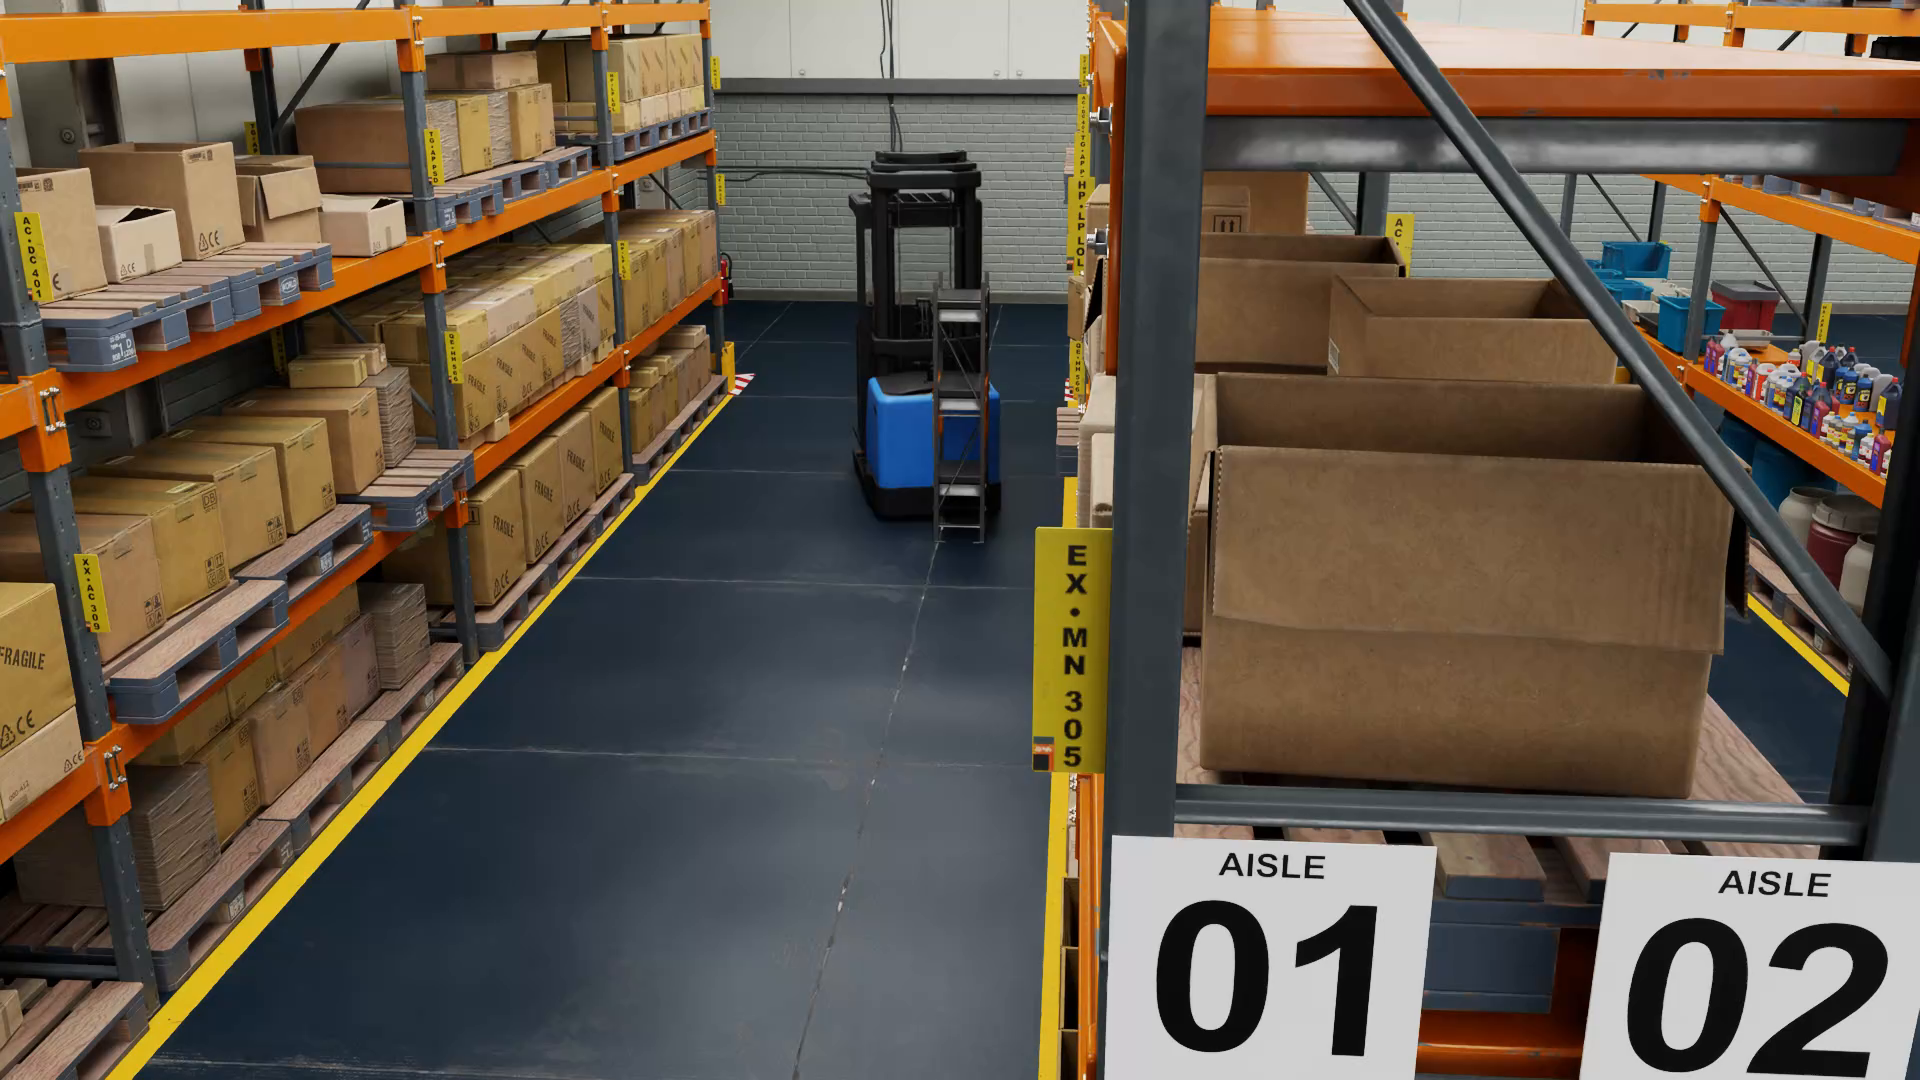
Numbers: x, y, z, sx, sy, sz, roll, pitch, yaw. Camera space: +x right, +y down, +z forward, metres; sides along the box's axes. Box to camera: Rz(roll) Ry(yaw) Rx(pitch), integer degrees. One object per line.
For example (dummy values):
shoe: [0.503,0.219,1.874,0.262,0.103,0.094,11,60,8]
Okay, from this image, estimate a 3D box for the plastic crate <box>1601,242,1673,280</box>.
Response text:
plastic crate: [6.931,-2.829,17.087,0.616,0.435,0.499,1,18,4]

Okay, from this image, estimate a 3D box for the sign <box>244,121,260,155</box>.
sign: [-4.239,-2.352,10.010,0.100,0.325,0.005,1,18,4]

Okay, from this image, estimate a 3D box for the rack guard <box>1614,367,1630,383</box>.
rack guard: [6.758,-1.712,17.845,1.175,0.500,0.348,1,18,4]

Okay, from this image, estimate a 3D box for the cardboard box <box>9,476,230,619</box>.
cardboard box: [-3.855,0.026,7.658,0.700,0.500,0.500,3,18,10]

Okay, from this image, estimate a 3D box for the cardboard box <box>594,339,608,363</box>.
cardboard box: [-3.135,-1.571,13.771,0.380,0.149,0.250,2,18,5]

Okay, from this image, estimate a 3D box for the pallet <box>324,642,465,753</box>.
pallet: [-3.743,0.939,10.218,1.003,0.211,1.213,1,18,4]

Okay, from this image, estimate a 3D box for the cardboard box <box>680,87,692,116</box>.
cardboard box: [-2.936,-4.319,16.376,0.500,0.250,0.500,1,18,2]

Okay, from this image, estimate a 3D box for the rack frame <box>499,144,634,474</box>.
rack frame: [-3.399,-1.871,14.315,1.000,3.000,0.127,1,18,4]

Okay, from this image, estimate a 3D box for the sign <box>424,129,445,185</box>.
sign: [-3.145,-2.287,9.938,0.100,0.325,0.005,1,18,4]

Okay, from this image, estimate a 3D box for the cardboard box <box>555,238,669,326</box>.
cardboard box: [-3.286,-2.408,15.473,0.980,0.700,0.700,1,18,3]

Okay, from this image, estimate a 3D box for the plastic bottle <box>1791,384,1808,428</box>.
plastic bottle: [5.904,-0.941,11.665,0.061,0.283,0.133,1,18,4]

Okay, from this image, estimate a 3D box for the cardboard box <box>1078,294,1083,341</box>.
cardboard box: [1.299,-1.651,12.811,0.700,0.500,0.500,4,19,13]

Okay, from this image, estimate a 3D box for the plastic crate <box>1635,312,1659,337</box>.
plastic crate: [6.295,-1.901,14.753,0.437,0.125,0.590,1,18,4]

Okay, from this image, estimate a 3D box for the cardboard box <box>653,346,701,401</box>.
cardboard box: [-3.099,-1.750,17.286,0.700,0.500,0.500,1,18,4]

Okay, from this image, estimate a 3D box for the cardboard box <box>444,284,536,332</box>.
cardboard box: [-3.326,-1.641,11.739,0.500,0.250,0.500,1,18,4]

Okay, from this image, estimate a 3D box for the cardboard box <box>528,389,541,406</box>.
cardboard box: [-3.332,-1.092,12.311,0.380,0.149,0.250,1,18,4]

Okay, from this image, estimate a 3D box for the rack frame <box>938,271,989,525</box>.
rack frame: [0.029,-1.125,13.484,0.400,2.100,0.015,1,18,4]

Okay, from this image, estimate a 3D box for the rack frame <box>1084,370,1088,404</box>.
rack frame: [1.255,-0.519,10.190,1.000,3.000,0.127,1,18,4]

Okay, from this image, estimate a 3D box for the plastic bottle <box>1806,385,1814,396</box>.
plastic bottle: [5.965,-0.940,11.661,0.061,0.283,0.133,1,18,4]

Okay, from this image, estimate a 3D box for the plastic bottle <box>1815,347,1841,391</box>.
plastic bottle: [6.586,-1.279,12.589,0.144,0.351,0.185,1,18,4]

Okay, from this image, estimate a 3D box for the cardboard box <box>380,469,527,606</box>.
cardboard box: [-3.502,-0.032,11.481,0.750,0.750,0.750,1,18,3]

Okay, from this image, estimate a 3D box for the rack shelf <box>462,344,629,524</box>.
rack shelf: [-3.542,-0.908,12.532,1.077,0.370,4.000,1,18,4]

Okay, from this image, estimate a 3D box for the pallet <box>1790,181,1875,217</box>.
pallet: [6.445,-2.387,11.378,1.003,0.211,1.213,1,18,4]

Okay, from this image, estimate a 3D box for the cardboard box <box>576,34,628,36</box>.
cardboard box: [-3.451,-4.685,16.289,0.500,0.500,0.500,1,18,3]

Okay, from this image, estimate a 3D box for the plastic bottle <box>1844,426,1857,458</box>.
plastic bottle: [5.863,-0.646,10.896,0.097,0.201,0.097,0,18,0]

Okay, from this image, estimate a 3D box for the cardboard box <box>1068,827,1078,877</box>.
cardboard box: [0.712,1.432,7.078,0.500,0.311,0.500,1,18,4]

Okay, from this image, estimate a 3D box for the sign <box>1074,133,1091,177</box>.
sign: [0.714,-2.203,9.681,0.100,0.325,0.005,1,18,4]

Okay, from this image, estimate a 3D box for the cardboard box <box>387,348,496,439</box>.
cardboard box: [-3.396,-0.972,10.902,0.500,0.500,0.500,2,18,6]

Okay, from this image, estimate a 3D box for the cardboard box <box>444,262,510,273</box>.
cardboard box: [-3.754,-1.970,12.744,0.500,0.250,0.500,1,18,2]

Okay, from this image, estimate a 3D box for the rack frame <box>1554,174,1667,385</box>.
rack frame: [6.769,-2.892,17.432,1.000,3.000,0.127,1,18,4]

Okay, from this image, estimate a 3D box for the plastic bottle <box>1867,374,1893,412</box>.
plastic bottle: [6.688,-1.077,12.093,0.152,0.276,0.135,1,18,4]

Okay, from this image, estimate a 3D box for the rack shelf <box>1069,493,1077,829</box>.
rack shelf: [1.112,0.444,8.406,1.077,0.370,4.000,1,18,4]

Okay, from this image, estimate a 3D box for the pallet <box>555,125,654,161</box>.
pallet: [-3.330,-3.508,14.637,1.003,0.211,1.213,1,18,4]

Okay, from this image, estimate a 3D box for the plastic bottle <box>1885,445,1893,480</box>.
plastic bottle: [5.799,-0.487,10.280,0.061,0.283,0.133,1,18,4]

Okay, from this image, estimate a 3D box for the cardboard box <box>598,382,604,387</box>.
cardboard box: [-3.452,-1.380,15.116,0.380,0.149,0.250,1,18,4]

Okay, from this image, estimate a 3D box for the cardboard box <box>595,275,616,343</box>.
cardboard box: [-3.181,-1.920,13.796,0.500,0.500,0.500,1,18,3]

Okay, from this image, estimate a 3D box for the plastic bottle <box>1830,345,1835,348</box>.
plastic bottle: [6.806,-1.392,13.041,0.061,0.283,0.133,1,18,4]

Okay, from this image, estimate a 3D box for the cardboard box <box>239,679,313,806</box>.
cardboard box: [-3.873,1.044,8.726,0.700,0.500,0.500,1,18,5]

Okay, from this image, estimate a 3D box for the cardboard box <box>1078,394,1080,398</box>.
cardboard box: [1.435,-1.433,16.689,0.500,0.250,0.500,1,18,4]

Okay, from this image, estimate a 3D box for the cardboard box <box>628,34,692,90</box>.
cardboard box: [-2.939,-4.682,16.279,0.500,0.500,0.500,2,18,6]

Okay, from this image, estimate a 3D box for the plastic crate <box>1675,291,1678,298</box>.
plastic crate: [6.878,-2.197,15.485,0.416,0.233,0.300,1,18,4]

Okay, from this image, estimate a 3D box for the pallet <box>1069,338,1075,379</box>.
pallet: [1.376,-1.424,13.261,1.003,0.211,1.213,1,18,4]

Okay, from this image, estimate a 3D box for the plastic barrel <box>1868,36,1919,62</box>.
plastic barrel: [6.513,-2.979,11.402,0.600,0.901,0.708,1,18,4]

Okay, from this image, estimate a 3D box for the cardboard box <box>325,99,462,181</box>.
cardboard box: [-3.723,-2.628,10.942,0.700,0.500,0.500,0,18,1]

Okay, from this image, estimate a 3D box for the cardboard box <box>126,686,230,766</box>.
cardboard box: [-3.908,0.870,8.053,0.500,0.250,0.500,1,18,3]

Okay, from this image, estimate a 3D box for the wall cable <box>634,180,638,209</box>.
wall cable: [-3.964,-4.015,19.227,0.084,1.984,1.851,1,18,4]

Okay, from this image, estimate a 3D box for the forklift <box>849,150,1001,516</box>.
forklift: [-0.392,-2.007,14.841,1.130,2.935,3.031,-3,18,-8]

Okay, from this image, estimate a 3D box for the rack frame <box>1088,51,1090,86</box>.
rack frame: [1.829,-5.855,16.839,1.000,3.000,0.127,1,18,4]

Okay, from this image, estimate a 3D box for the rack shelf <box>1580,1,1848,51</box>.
rack shelf: [6.626,-4.590,14.776,1.077,0.370,4.000,1,18,4]

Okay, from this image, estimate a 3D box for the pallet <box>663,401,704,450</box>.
pallet: [-3.182,-1.160,16.625,1.003,0.211,1.213,1,18,4]

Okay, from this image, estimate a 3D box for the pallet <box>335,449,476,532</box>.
pallet: [-3.631,-0.314,9.871,1.213,0.211,1.003,1,18,4]

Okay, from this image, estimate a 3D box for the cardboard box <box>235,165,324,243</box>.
cardboard box: [-3.871,-1.712,8.815,0.797,0.503,0.637,4,19,12]

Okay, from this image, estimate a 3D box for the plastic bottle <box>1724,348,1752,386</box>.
plastic bottle: [6.043,-1.342,12.900,0.152,0.276,0.135,1,18,4]

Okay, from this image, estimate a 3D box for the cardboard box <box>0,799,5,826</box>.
cardboard box: [-3.748,0.984,5.812,0.500,0.250,0.500,1,18,4]

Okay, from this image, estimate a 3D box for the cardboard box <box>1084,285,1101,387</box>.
cardboard box: [0.631,-0.608,4.887,0.500,0.311,0.500,0,18,1]

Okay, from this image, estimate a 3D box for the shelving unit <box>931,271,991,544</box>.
shelving unit: [0.012,-1.049,13.253,0.431,2.100,0.503,1,18,4]

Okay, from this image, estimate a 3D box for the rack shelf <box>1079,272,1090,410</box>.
rack shelf: [1.112,-0.982,7.939,1.077,0.370,4.000,1,18,4]
